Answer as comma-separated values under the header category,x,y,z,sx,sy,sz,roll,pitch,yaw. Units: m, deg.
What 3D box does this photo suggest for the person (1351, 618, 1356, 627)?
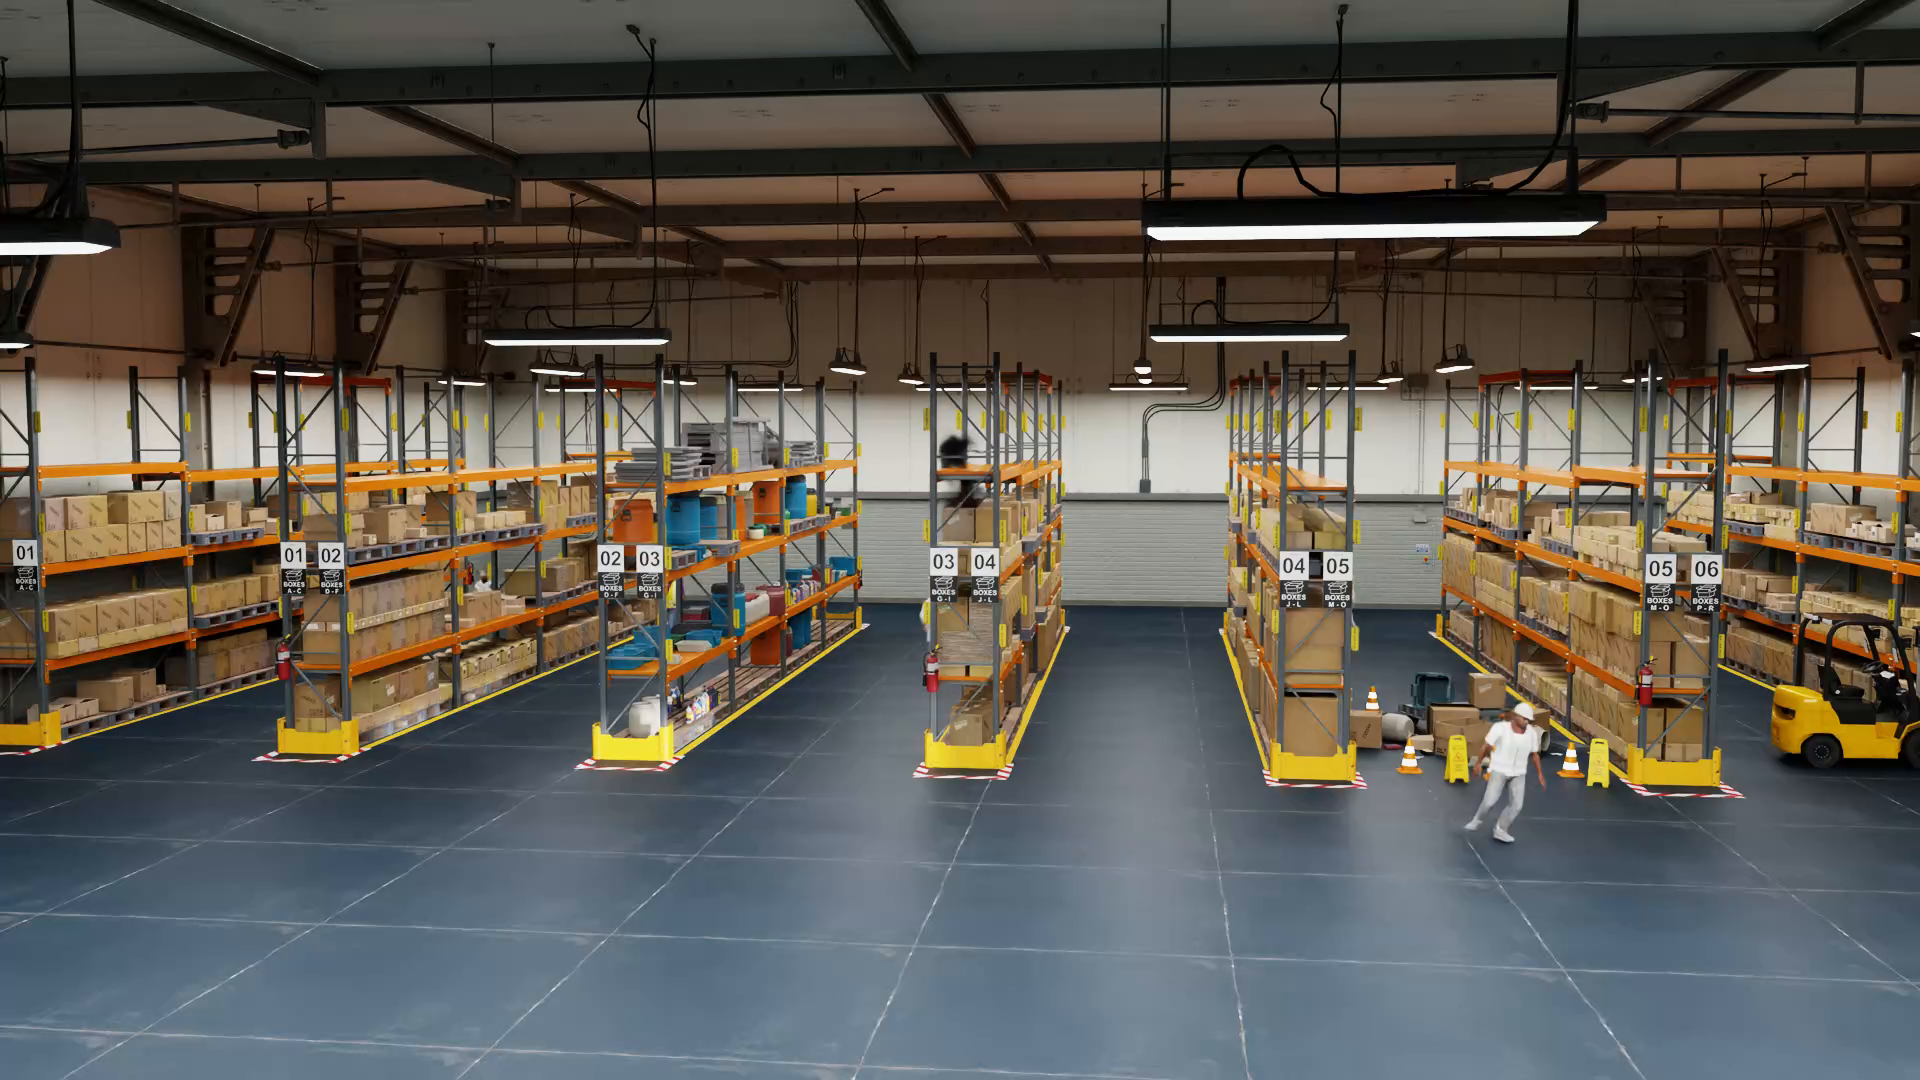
category,x,y,z,sx,sy,sz,roll,pitch,yaw
person,8.891,1.368,39.155,0.980,1.762,0.662,3,5,36

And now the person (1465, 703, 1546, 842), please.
category,x,y,z,sx,sy,sz,roll,pitch,yaw
person,6.507,2.748,19.817,0.835,1.684,0.692,0,4,-5

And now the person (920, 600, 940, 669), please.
category,x,y,z,sx,sy,sz,roll,pitch,yaw
person,-0.437,1.801,33.302,0.728,1.734,0.721,0,4,-6

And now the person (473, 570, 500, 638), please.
category,x,y,z,sx,sy,sz,roll,pitch,yaw
person,-10.816,1.497,38.039,0.585,1.668,0.894,-1,4,-9

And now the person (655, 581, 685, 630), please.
category,x,y,z,sx,sy,sz,roll,pitch,yaw
person,-6.468,1.522,36.877,0.705,1.744,0.641,0,4,1
